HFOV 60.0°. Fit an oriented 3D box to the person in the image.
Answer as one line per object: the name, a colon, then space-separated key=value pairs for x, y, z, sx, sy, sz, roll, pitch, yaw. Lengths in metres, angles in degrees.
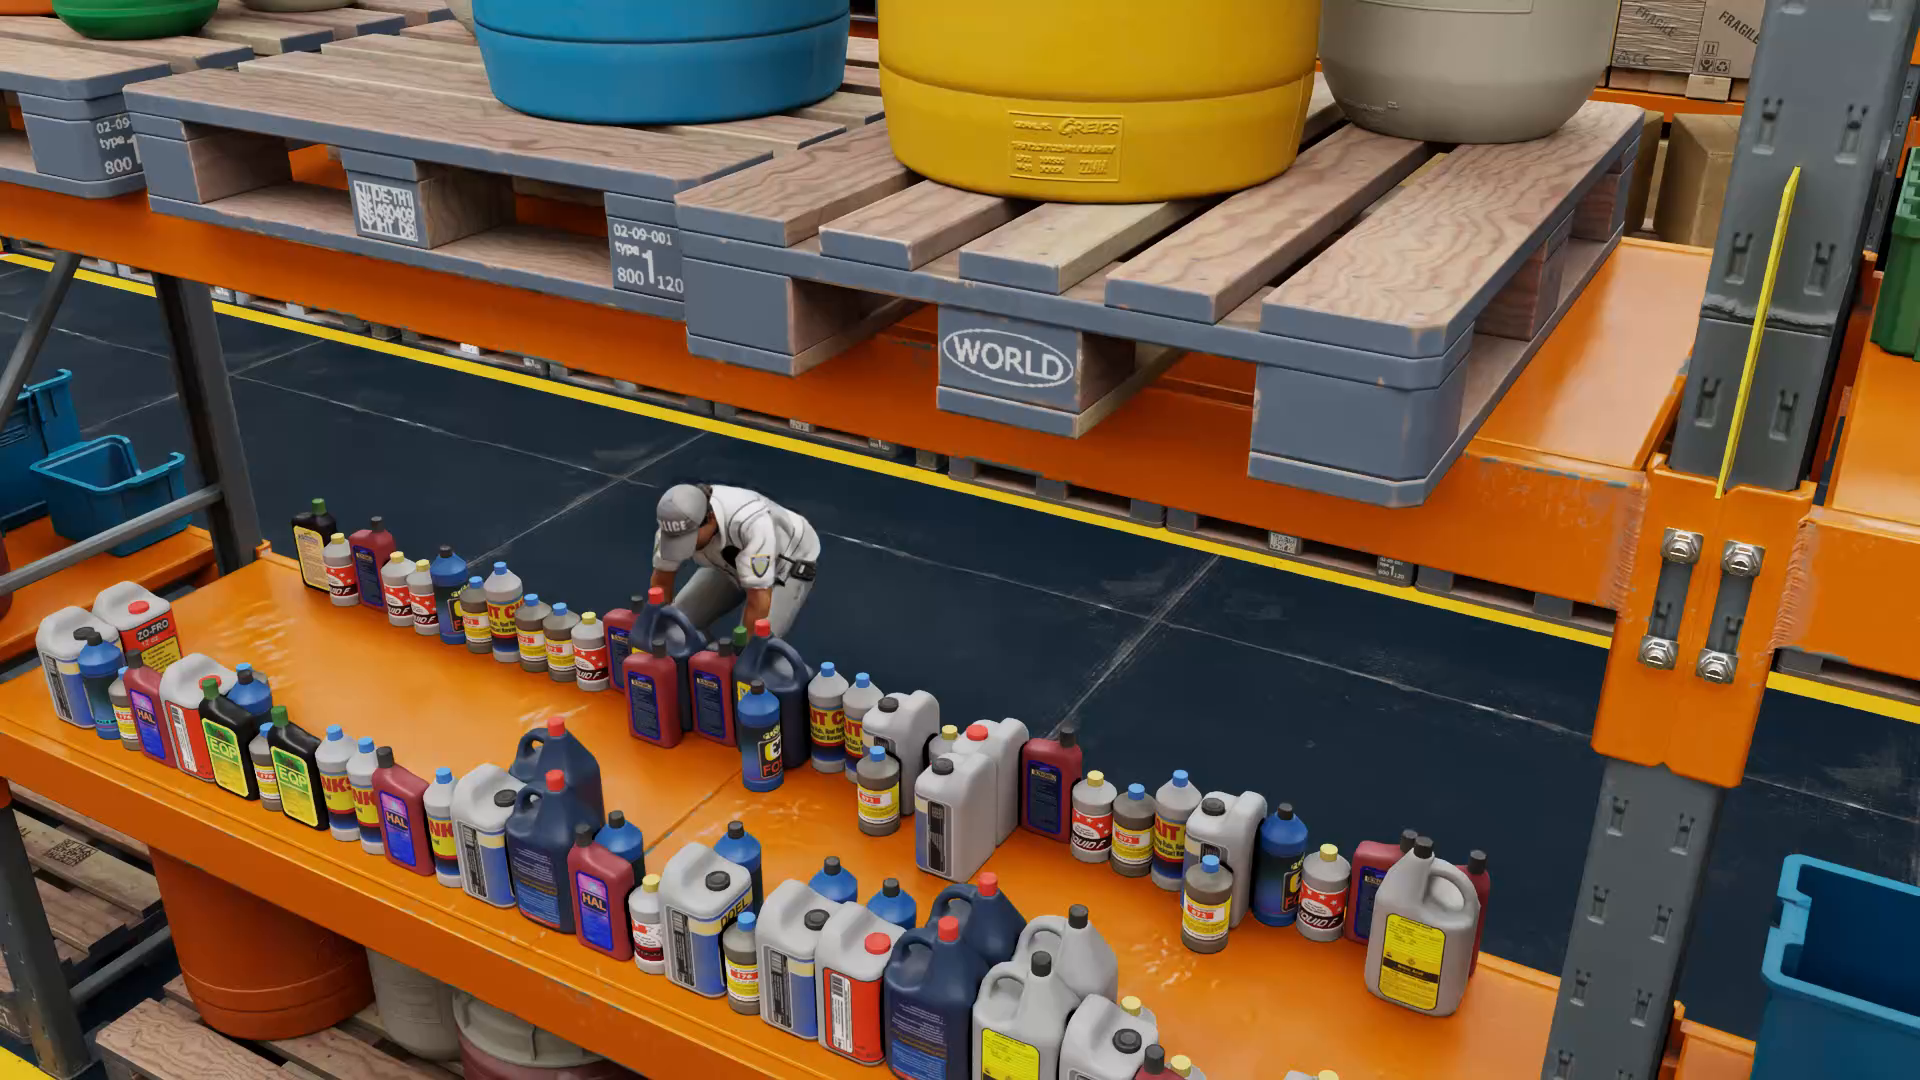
person: x=-0.850 y=0.203 z=6.308 sx=0.535 sy=1.133 sz=0.822 roll=14 pitch=30 yaw=26
